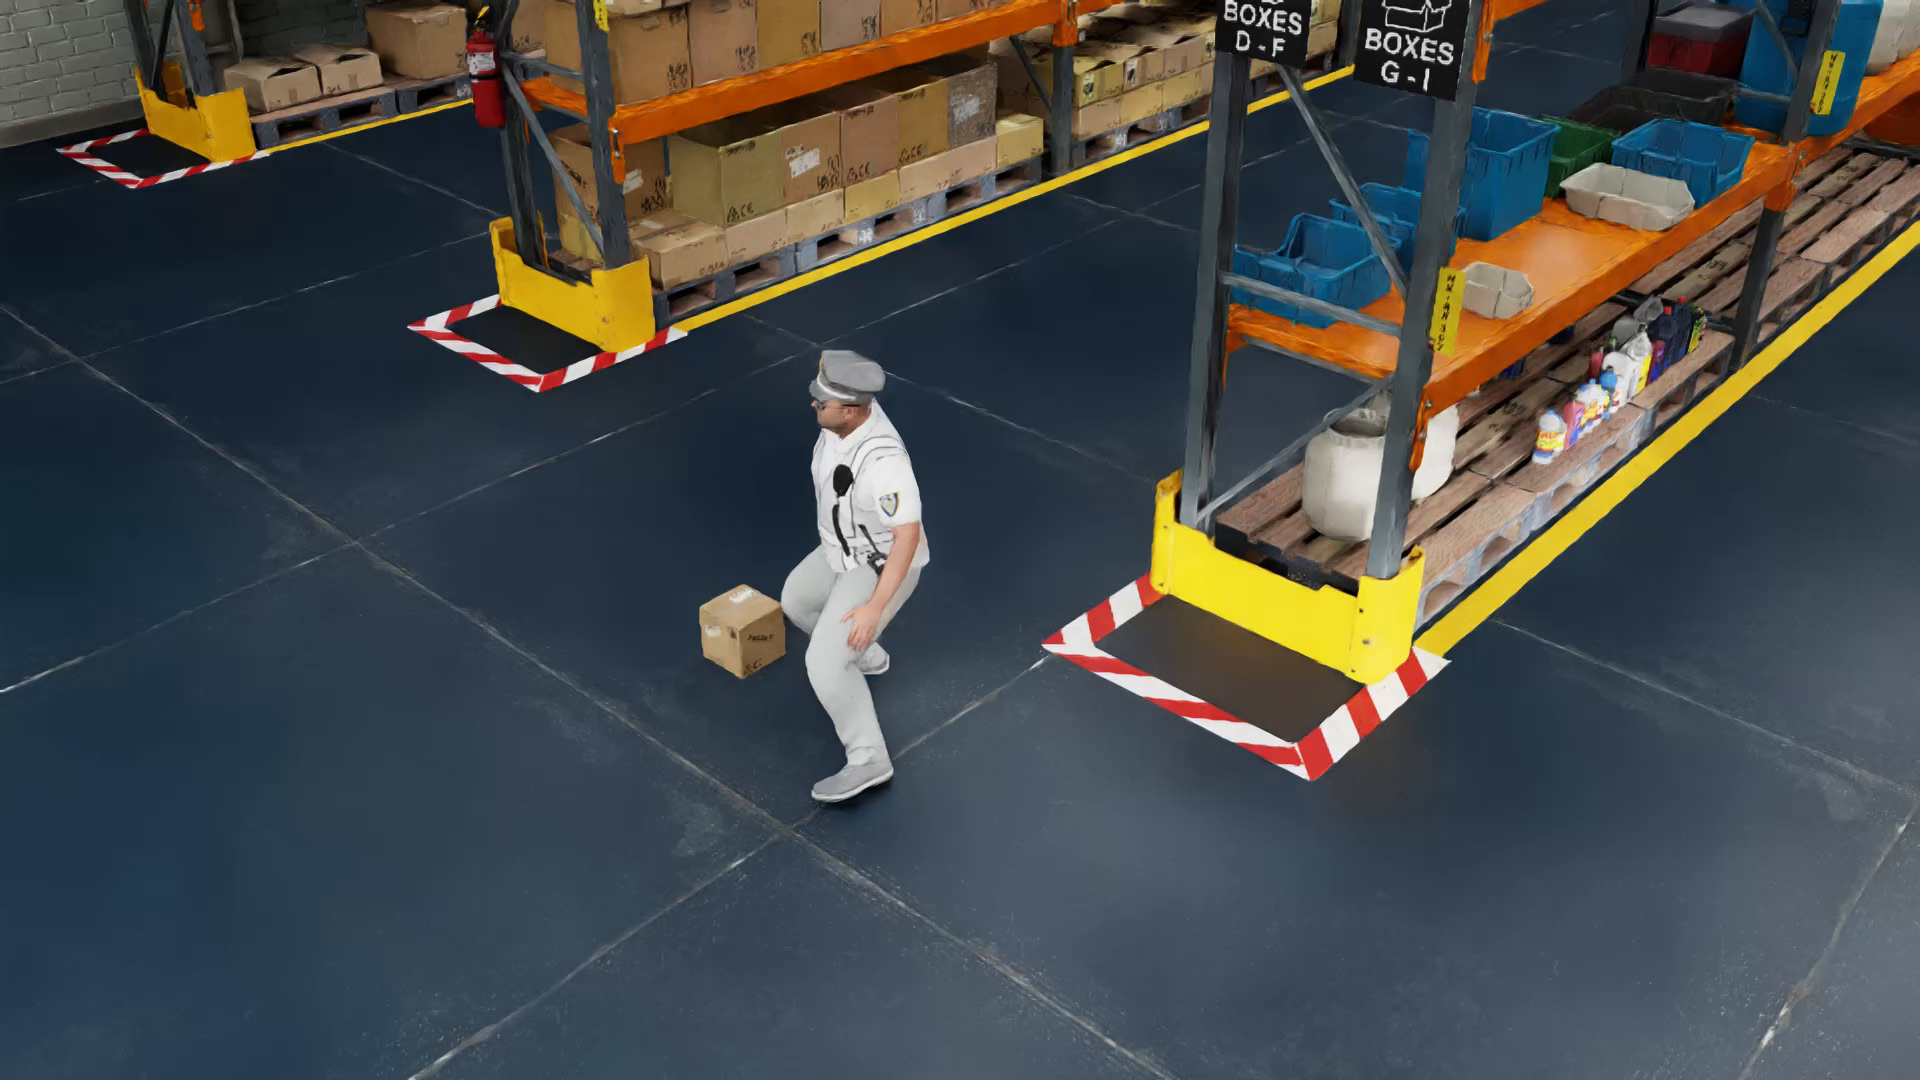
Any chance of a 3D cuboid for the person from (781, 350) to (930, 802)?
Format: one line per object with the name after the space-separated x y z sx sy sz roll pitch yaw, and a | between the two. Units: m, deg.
-0.388 0.054 6.168 0.558 1.614 0.890 -8 32 -14 | person
